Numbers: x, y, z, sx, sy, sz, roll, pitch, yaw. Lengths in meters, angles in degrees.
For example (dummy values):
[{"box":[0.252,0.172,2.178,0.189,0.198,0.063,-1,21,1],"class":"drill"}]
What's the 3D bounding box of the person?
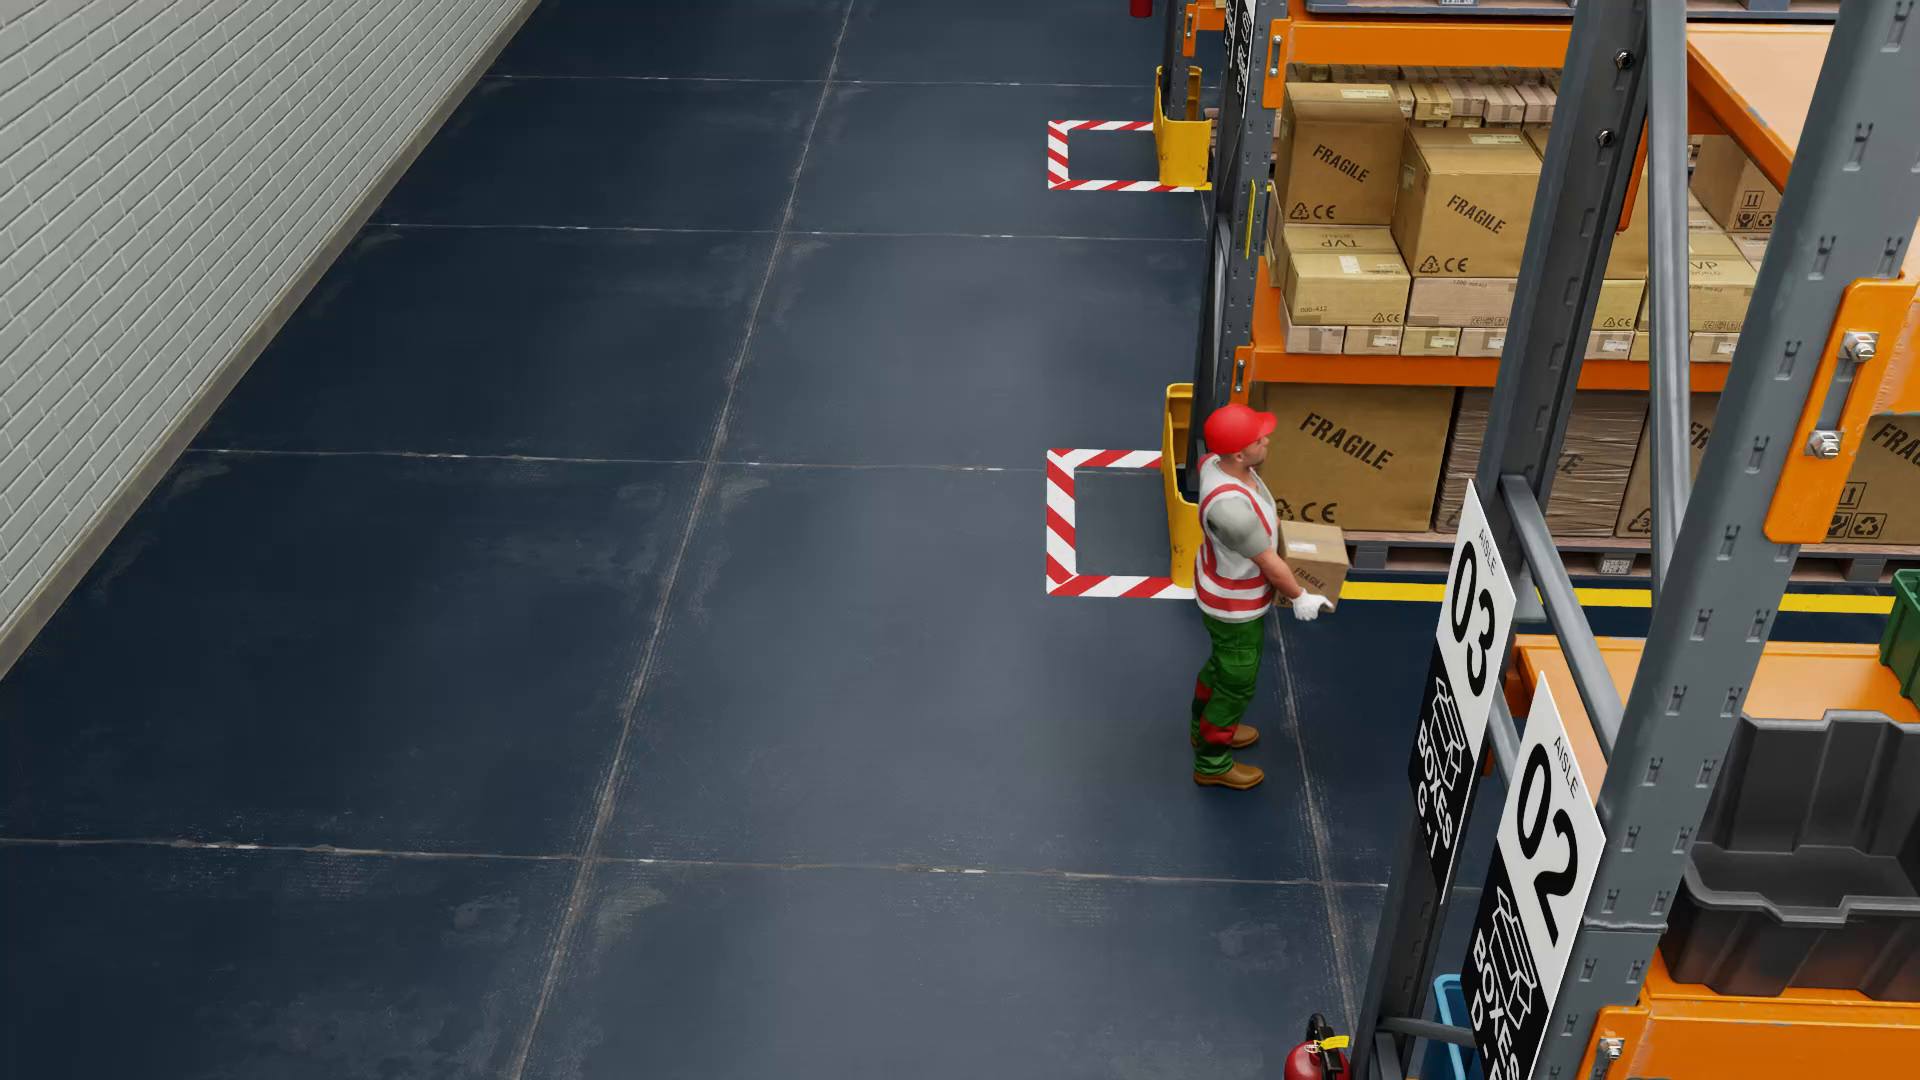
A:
[{"box":[1.211,0.229,6.781,0.563,1.782,0.493,2,35,2],"class":"person"}]
